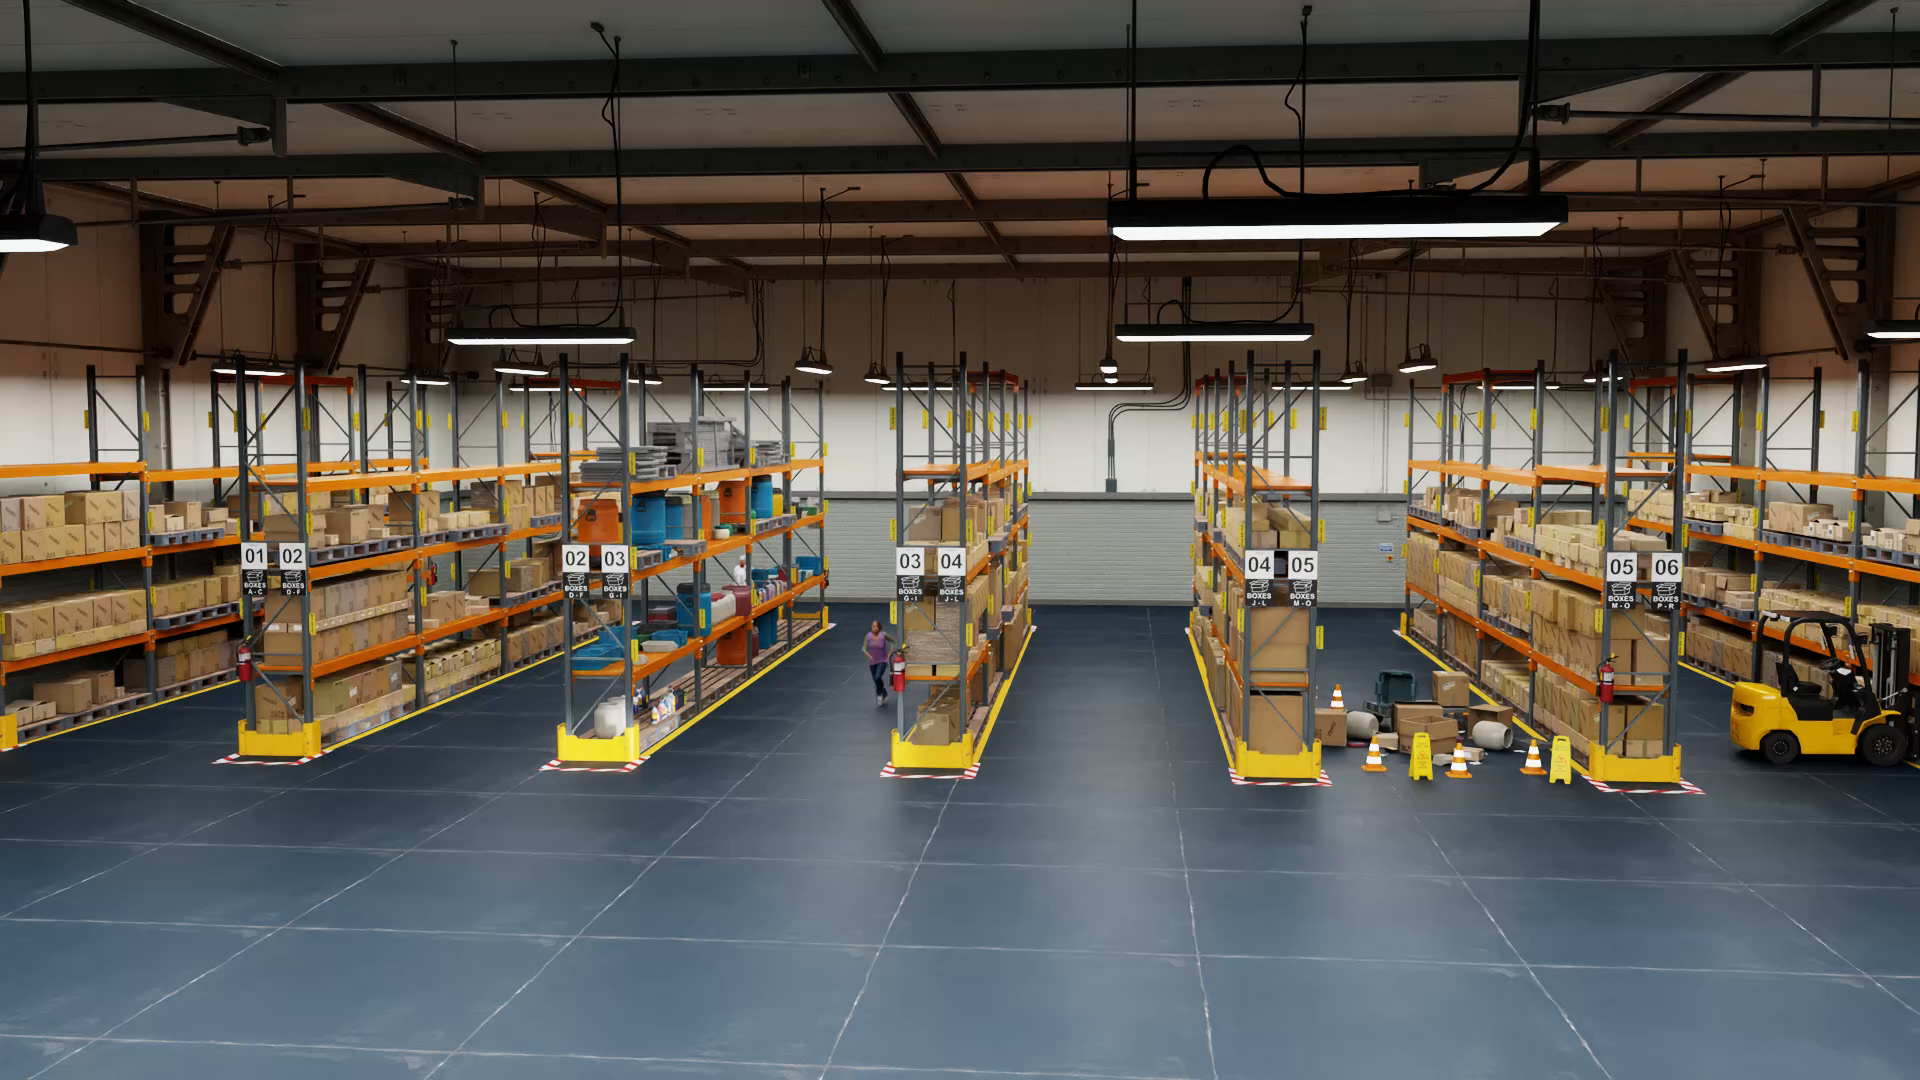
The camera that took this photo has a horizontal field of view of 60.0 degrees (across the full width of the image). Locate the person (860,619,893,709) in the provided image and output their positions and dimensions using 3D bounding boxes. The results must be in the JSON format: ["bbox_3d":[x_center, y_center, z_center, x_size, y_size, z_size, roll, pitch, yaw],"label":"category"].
[{"bbox_3d":[-1.449,2.156,29.178,0.520,1.567,0.824,1,4,14],"label":"person"}]

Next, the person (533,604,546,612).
[{"bbox_3d":[-10.367,1.274,40.869,0.510,1.664,0.586,1,4,15],"label":"person"}]

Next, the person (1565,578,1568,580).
[{"bbox_3d":[14.829,1.338,40.168,0.819,1.590,0.478,0,4,1],"label":"person"}]

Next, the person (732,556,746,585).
[{"bbox_3d":[-5.491,1.209,41.794,0.502,1.610,1.012,0,4,6],"label":"person"}]
